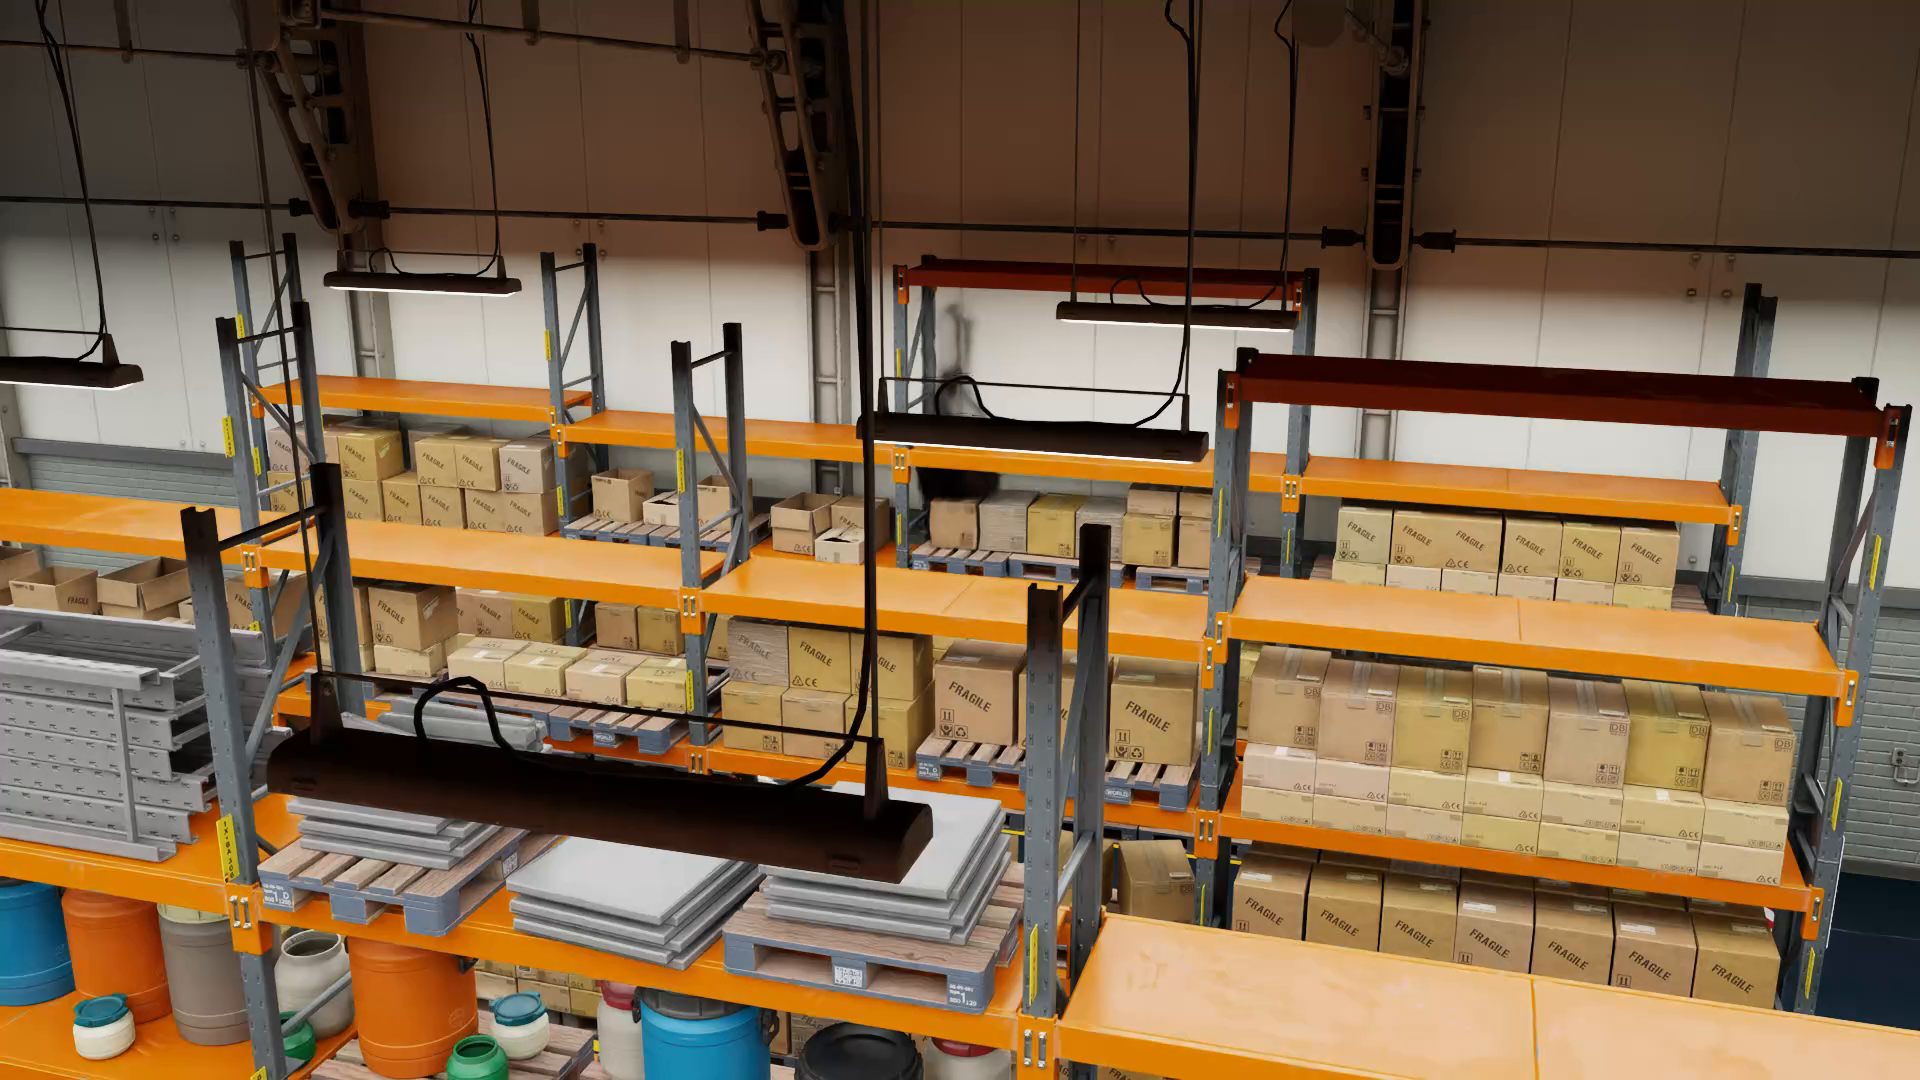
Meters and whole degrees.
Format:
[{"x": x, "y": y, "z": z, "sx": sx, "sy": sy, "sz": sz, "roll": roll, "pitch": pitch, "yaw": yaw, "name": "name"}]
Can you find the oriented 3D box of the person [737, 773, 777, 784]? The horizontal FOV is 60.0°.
[{"x": -2.033, "y": 2.452, "z": 15.959, "sx": 0.587, "sy": 0.823, "sz": 0.605, "roll": 4, "pitch": 17, "yaw": 14, "name": "person"}]
